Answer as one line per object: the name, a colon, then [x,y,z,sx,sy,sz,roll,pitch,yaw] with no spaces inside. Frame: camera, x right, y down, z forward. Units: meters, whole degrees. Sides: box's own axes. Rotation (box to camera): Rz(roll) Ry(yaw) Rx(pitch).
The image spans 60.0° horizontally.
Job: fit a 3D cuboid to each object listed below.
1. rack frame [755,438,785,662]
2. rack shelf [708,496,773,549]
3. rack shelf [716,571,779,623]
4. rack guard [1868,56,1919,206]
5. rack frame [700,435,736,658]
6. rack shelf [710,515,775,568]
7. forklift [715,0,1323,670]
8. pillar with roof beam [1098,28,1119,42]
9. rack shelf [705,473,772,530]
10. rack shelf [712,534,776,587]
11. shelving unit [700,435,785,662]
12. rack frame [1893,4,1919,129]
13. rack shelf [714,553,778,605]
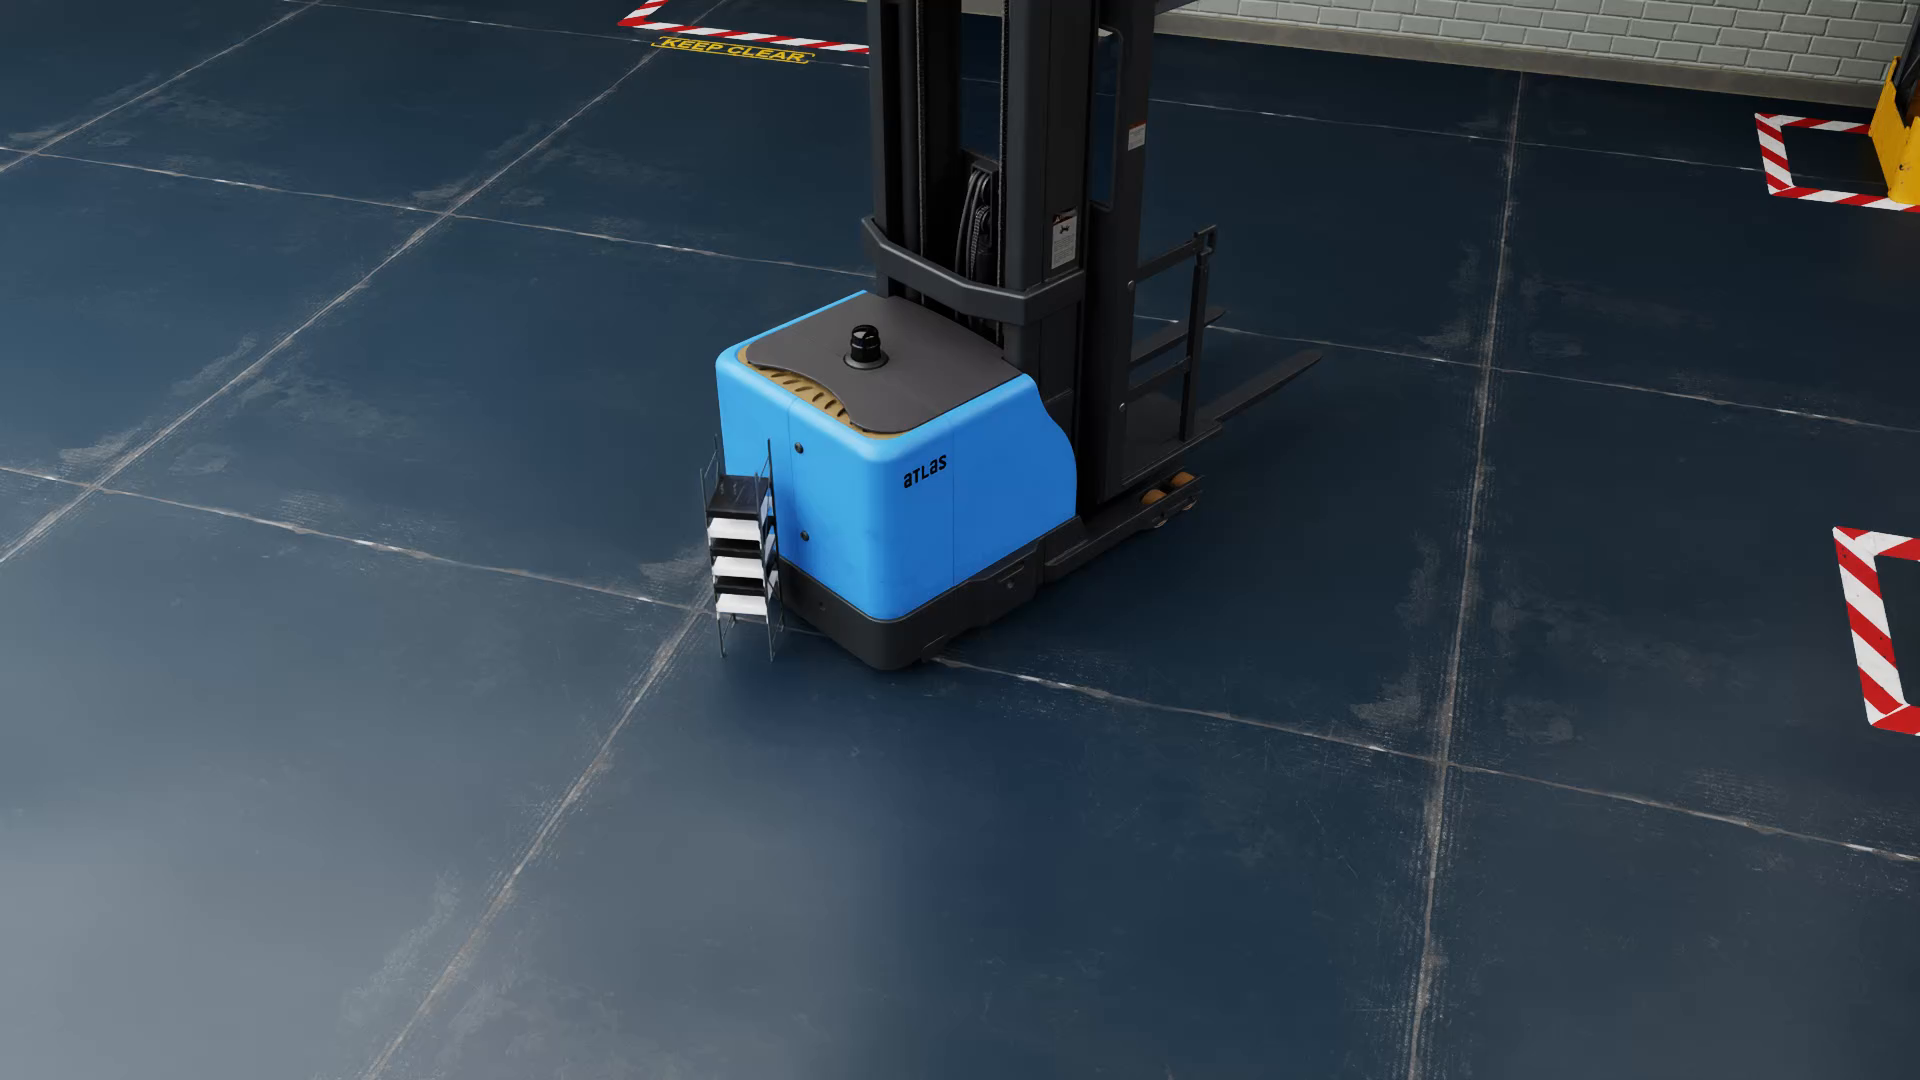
rack frame: [-0.732,0.050,6.423,0.006,0.900,0.240,4,37,5]
rack shelf: [-0.833,-0.076,6.346,0.200,0.077,0.258,4,37,5]
rack shelf: [-0.833,0.214,6.560,0.200,0.077,0.258,4,37,5]
rack guard: [5.943,-2.536,10.274,0.348,0.500,1.175,10,38,14]
rack frame: [-0.934,0.035,6.443,0.006,0.900,0.240,4,37,5]
rack shelf: [-0.833,-0.003,6.400,0.200,0.077,0.258,4,37,5]
forklift: [0.450,-1.435,6.727,3.031,2.935,1.130,-30,46,-34]
pillar with roof beam: [-0.215,-4.963,6.401,0.400,9.000,9.100,10,38,14]
rack shelf: [-0.833,-0.148,6.293,0.200,0.077,0.258,4,37,5]
rack shelf: [-0.833,0.069,6.453,0.200,0.077,0.258,4,37,5]
shelving unit: [-0.833,0.042,6.433,0.210,0.900,0.258,4,37,5]
rack frame: [5.870,-3.556,9.551,0.127,3.000,1.000,10,38,14]
rack shelf: [-0.833,0.142,6.506,0.200,0.077,0.258,4,37,5]
